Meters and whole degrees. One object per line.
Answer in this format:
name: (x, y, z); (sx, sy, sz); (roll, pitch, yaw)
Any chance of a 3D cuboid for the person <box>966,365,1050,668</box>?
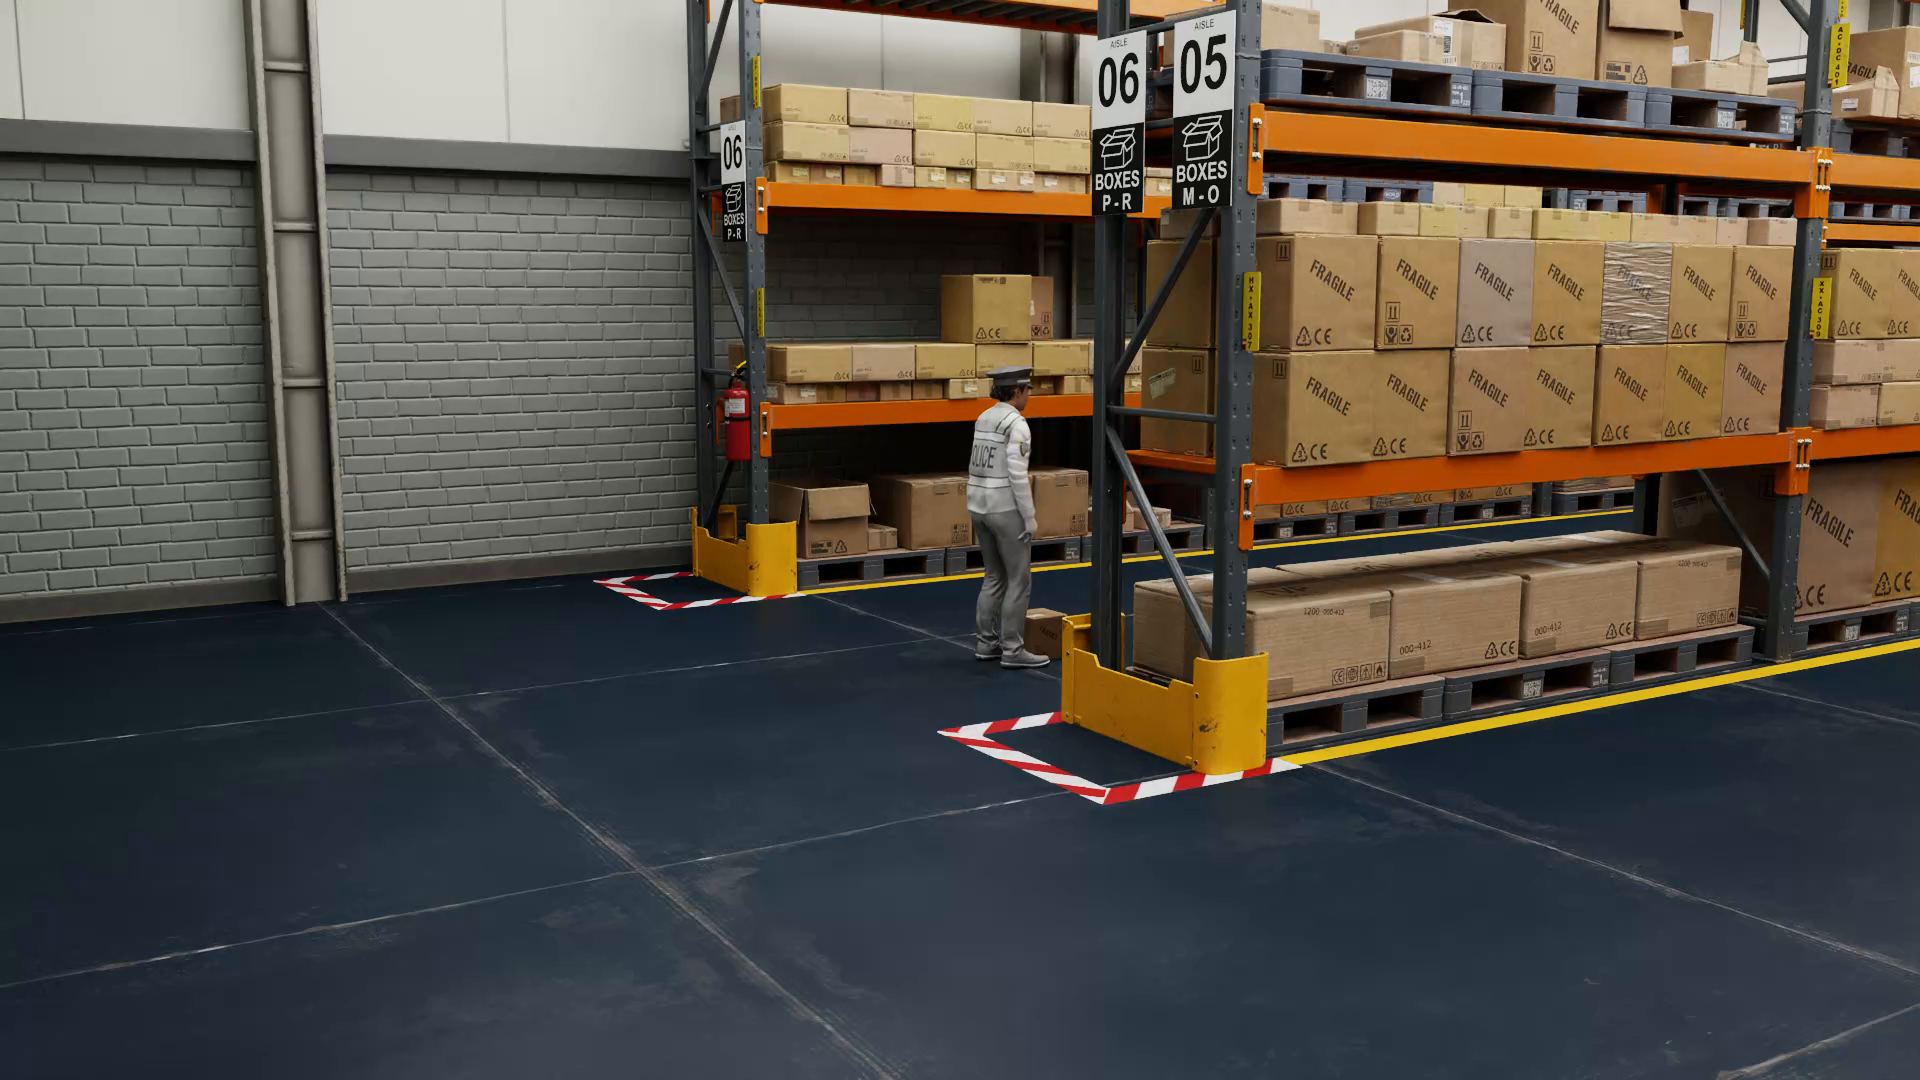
person: (0.244, -0.137, 9.263); (0.374, 1.663, 0.529); (-5, 10, -31)
